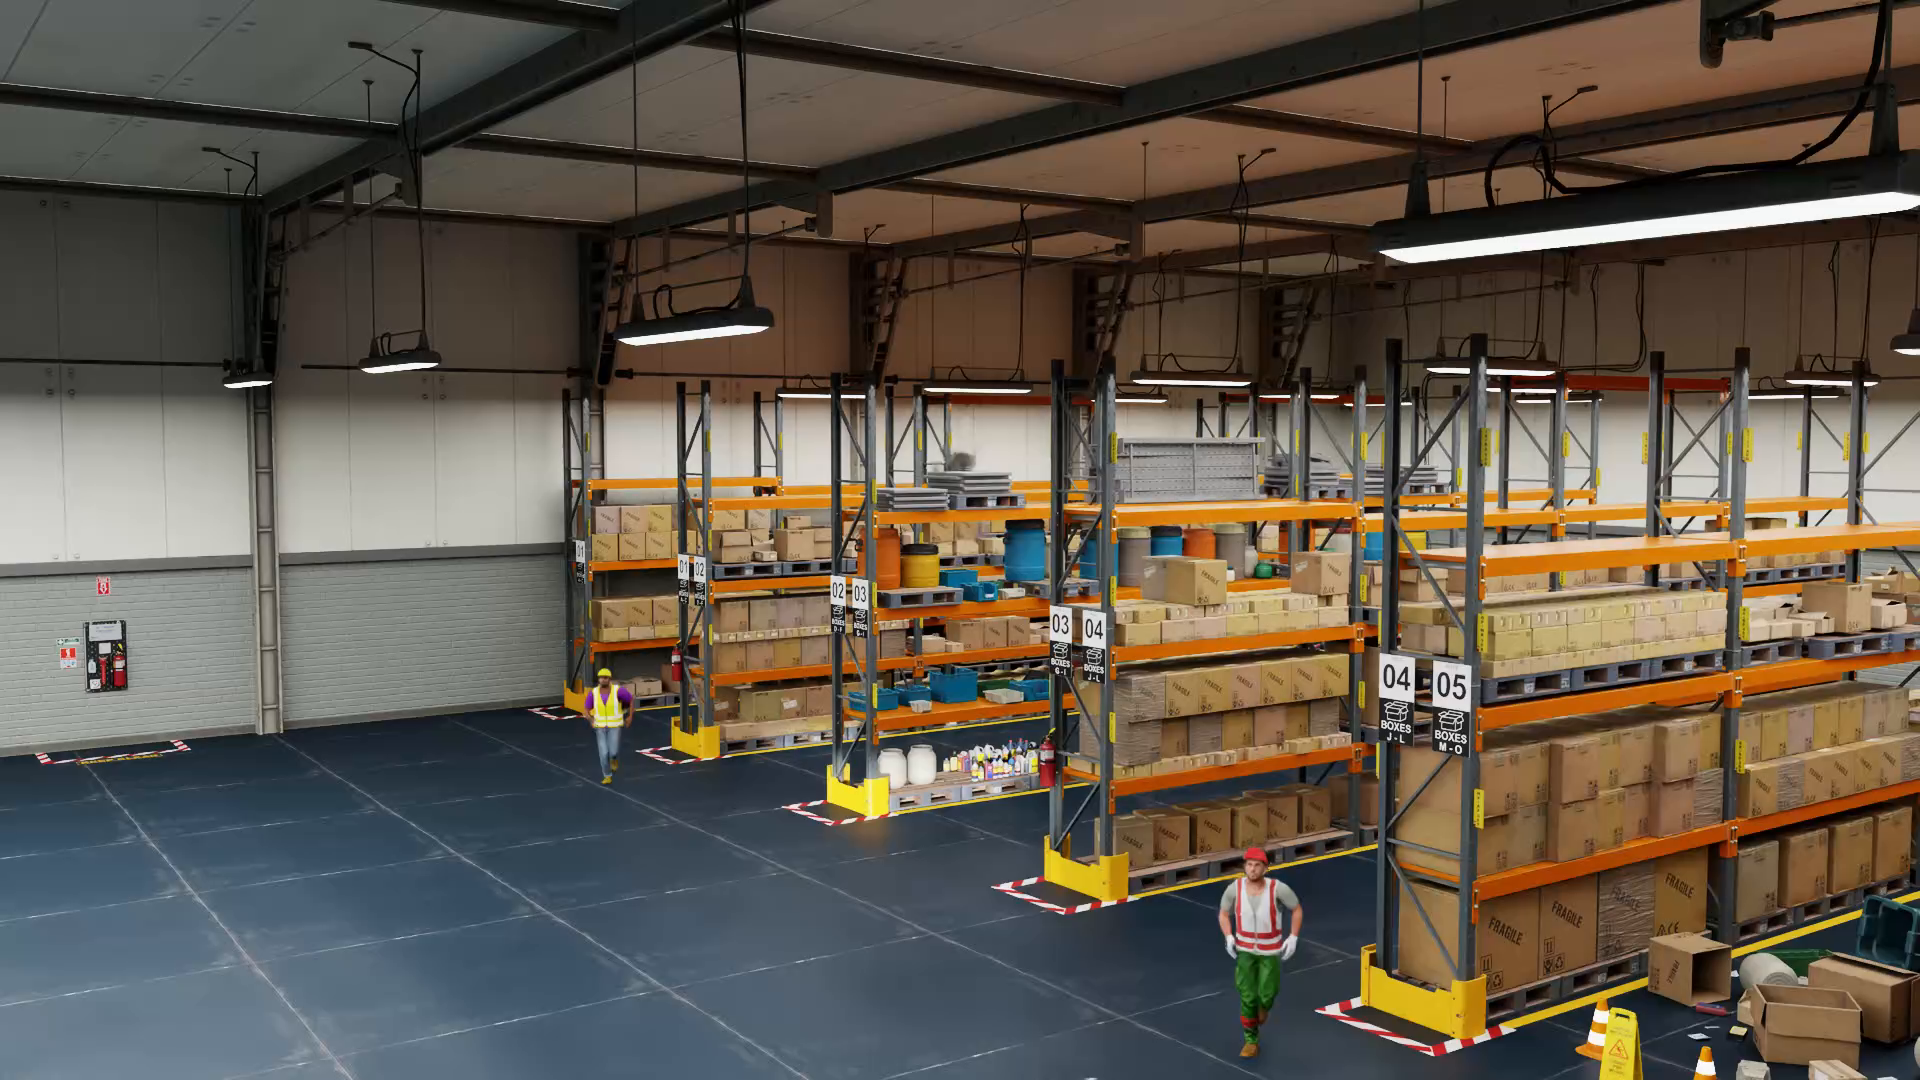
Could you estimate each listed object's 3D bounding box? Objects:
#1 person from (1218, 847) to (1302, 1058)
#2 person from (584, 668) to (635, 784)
[{"bbox_3d":[2.493,3.410,13.851,0.684,1.750,0.673,1,4,17],"label":"person"},{"bbox_3d":[-5.165,2.739,24.430,0.721,1.721,0.654,0,4,-3],"label":"person"}]
